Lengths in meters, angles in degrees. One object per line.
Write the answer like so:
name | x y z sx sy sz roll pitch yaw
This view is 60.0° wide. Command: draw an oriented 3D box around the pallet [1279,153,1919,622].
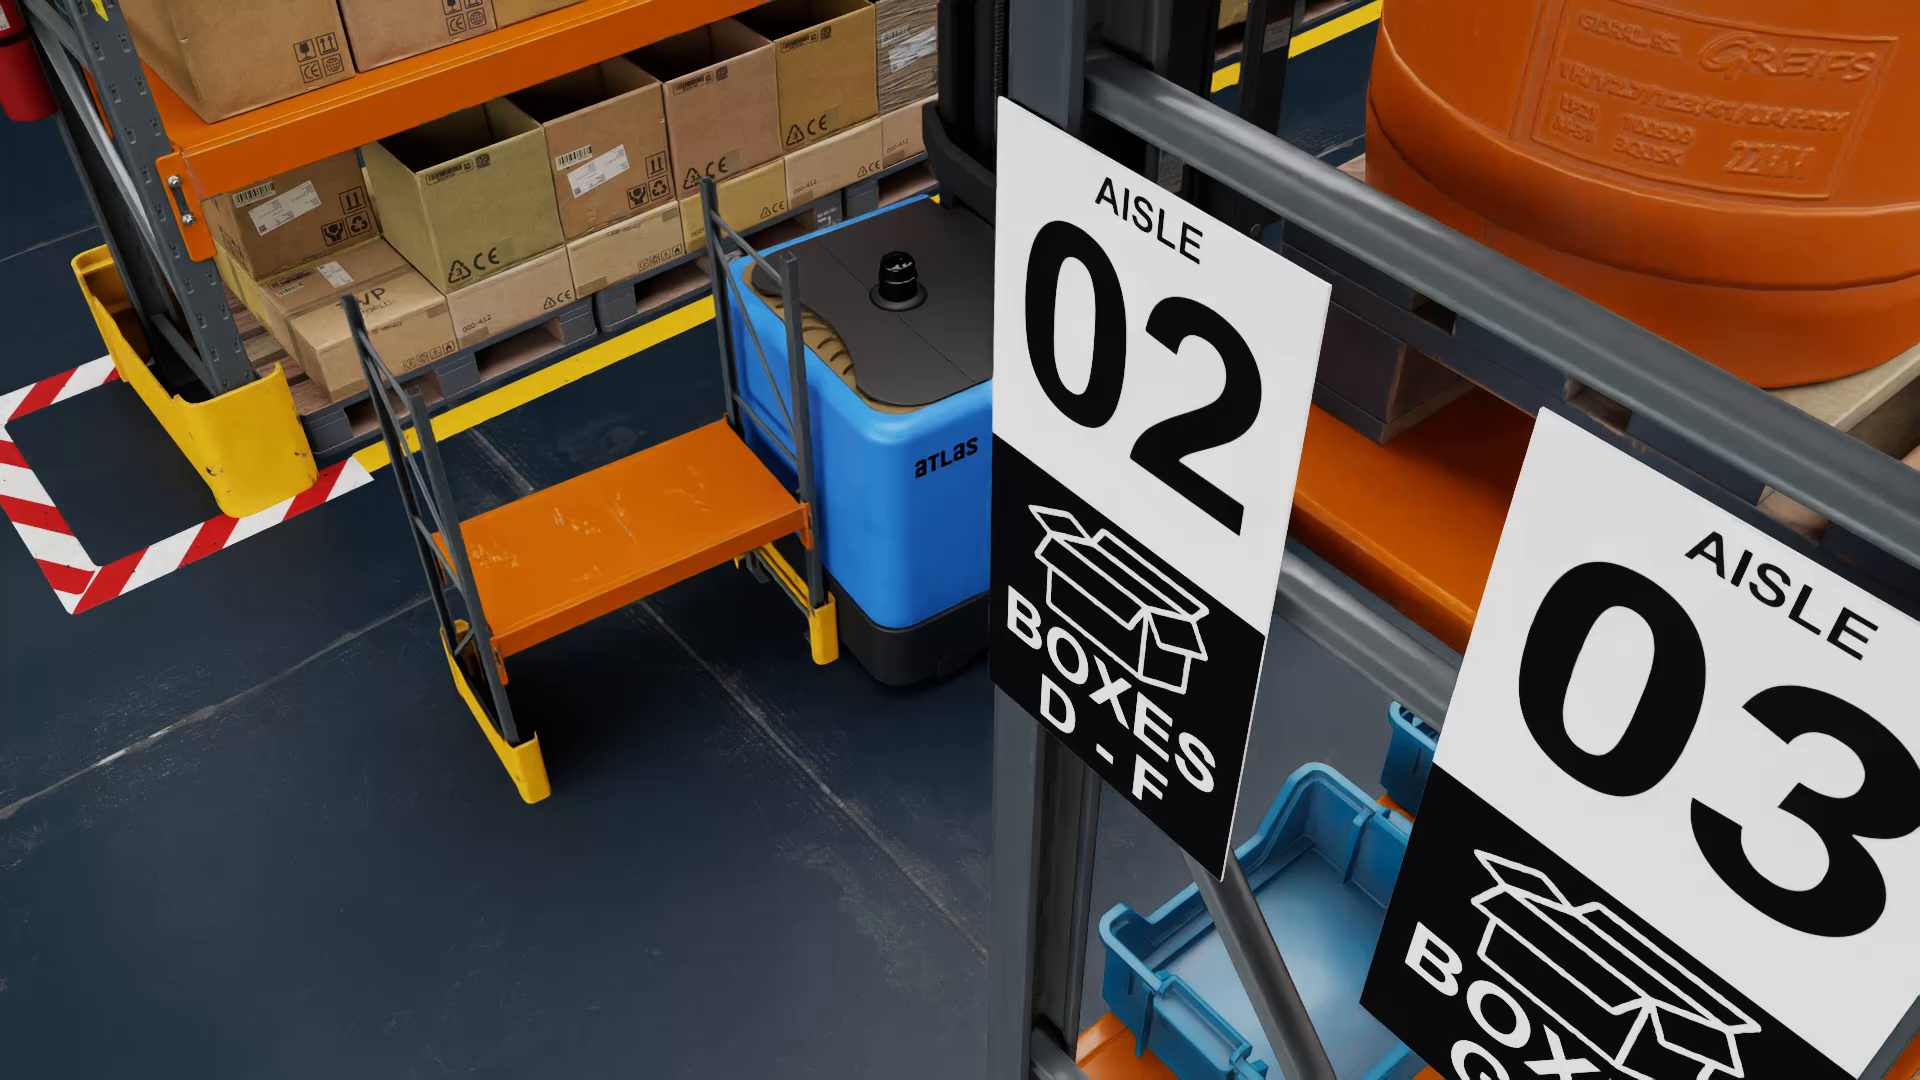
pallet | 1.106 -0.279 1.802 1.213 0.211 1.003 -30 51 -28

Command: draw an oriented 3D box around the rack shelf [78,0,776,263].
rack shelf | -1.233 -2.161 6.385 4.000 0.370 1.077 -30 51 -28

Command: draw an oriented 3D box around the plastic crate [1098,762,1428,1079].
plastic crate | 0.600 0.735 2.885 0.616 0.251 0.499 -30 51 -28

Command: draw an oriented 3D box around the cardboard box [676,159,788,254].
cardboard box | -1.061 -1.472 6.828 0.500 0.250 0.500 -30 51 -28

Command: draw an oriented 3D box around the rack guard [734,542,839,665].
rack guard | -0.577 0.133 5.426 0.087 0.250 0.587 -25 49 -24

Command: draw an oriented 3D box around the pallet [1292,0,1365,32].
pallet | 1.778 -3.168 8.969 1.213 0.211 1.003 -30 51 -28

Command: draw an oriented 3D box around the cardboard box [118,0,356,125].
cardboard box | -2.401 -1.780 5.381 0.500 0.500 0.700 -30 51 -28

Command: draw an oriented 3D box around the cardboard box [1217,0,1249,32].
cardboard box | 1.163 -2.723 8.160 0.500 0.250 0.500 -29 50 -27

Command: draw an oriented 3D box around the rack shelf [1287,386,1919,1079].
rack shelf | 1.942 -0.652 2.587 4.000 0.370 1.077 -30 51 -28

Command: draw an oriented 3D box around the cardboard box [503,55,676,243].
cardboard box | -1.455 -1.535 6.347 0.500 0.500 0.500 -30 51 -28

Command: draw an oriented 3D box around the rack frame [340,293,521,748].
rack frame | -1.421 0.065 4.585 0.032 1.500 0.500 -25 49 -24

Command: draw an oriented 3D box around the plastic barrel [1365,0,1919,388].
plastic barrel | 0.699 -0.625 1.413 0.708 0.830 0.600 -30 51 -28

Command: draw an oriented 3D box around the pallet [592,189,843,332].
pallet | -1.272 -1.419 7.107 1.213 0.211 1.003 -30 51 -28

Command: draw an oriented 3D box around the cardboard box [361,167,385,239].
cardboard box | -2.169 -1.312 6.658 0.500 0.250 0.500 -30 51 -28

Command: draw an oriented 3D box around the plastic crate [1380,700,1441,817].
plastic crate | 1.102 0.453 3.185 0.408 0.251 0.499 -30 51 -28

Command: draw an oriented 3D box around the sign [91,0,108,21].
sign | -2.415 -1.595 4.567 0.005 0.325 0.100 -30 51 -28

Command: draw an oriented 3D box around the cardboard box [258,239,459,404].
cardboard box | -2.213 -0.814 6.128 0.500 0.250 0.500 -30 51 -28

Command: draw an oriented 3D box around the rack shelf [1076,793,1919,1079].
rack shelf | 1.942 0.442 3.614 4.000 0.370 1.077 -30 51 -28

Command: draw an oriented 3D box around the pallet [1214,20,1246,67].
pallet | 0.841 -2.629 8.395 1.213 0.211 1.003 -30 51 -28

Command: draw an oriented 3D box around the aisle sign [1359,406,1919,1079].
aisle sign | 0.541 0.296 1.345 0.004 0.787 0.394 -30 51 -28

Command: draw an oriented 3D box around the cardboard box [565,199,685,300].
cardboard box | -1.448 -1.255 6.597 0.500 0.250 0.500 -30 51 -28

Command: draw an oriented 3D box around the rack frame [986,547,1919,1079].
rack frame | 0.408 1.058 2.432 0.127 3.000 1.000 -30 51 -28

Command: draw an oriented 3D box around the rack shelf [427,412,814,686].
rack shelf | -0.998 0.002 4.915 1.000 0.185 0.538 -25 49 -24

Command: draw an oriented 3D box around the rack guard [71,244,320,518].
rack guard | -2.785 -0.623 6.048 0.348 0.500 1.175 -30 51 -28

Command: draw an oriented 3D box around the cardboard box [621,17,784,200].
cardboard box | -1.061 -1.745 6.571 0.500 0.500 0.500 -30 51 -28

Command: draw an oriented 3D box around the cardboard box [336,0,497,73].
cardboard box | -2.001 -2.013 5.629 0.500 0.500 0.700 -28 50 -27

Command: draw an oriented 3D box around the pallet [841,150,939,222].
pallet | -0.336 -1.958 7.680 1.213 0.211 1.003 -30 51 -28

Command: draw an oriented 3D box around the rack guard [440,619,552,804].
rack guard | -1.404 0.513 5.021 0.087 0.250 0.587 -25 49 -24

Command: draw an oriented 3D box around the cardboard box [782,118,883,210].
cardboard box | -0.678 -1.692 7.062 0.500 0.250 0.500 -30 51 -28

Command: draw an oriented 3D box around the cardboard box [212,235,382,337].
cardboard box | -2.545 -1.086 6.417 0.500 0.250 0.500 -30 51 -28

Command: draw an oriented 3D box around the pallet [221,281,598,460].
pallet | -2.207 -0.886 6.539 1.213 0.211 1.003 -30 51 -28

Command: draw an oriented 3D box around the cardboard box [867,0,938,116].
cardboard box | -0.305 -2.194 7.049 0.500 0.500 0.500 -30 51 -28

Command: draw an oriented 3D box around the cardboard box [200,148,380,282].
cardboard box | -2.547 -1.361 6.162 0.500 0.500 0.500 -30 51 -28

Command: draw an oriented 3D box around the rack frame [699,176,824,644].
rack frame | -0.576 -0.323 4.998 0.032 1.500 0.500 -25 49 -24

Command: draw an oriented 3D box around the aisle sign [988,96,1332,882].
aisle sign | 0.162 -0.014 1.675 0.004 0.787 0.394 -30 51 -28

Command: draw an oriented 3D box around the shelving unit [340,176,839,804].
shelving unit | -0.991 -0.132 4.795 1.083 1.500 0.587 -25 49 -24

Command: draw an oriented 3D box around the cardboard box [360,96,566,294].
cardboard box | -1.831 -1.308 6.106 0.500 0.500 0.500 -30 51 -28

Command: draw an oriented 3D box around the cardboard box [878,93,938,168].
cardboard box | -0.304 -1.920 7.305 0.500 0.250 0.500 -30 51 -28

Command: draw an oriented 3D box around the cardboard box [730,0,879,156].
cardboard box | -0.686 -1.972 6.813 0.500 0.500 0.500 -30 51 -28

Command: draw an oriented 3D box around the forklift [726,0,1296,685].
forklift | 0.745 -1.410 5.111 3.031 2.935 1.130 -25 49 -24

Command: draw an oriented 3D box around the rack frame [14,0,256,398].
rack frame | -2.767 -1.545 5.204 0.127 3.000 1.000 -30 51 -28

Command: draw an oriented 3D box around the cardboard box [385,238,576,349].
cardboard box | -1.832 -1.036 6.364 0.500 0.250 0.500 -30 51 -28

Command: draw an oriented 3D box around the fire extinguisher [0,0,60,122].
fire extinguisher | -3.156 -1.709 5.435 0.183 0.674 0.296 -30 51 -28

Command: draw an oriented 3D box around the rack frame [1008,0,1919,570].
rack frame | 0.408 -1.129 0.379 0.127 3.000 1.000 -30 51 -28

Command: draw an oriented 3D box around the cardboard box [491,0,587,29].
cardboard box | -1.616 -2.228 5.858 0.500 0.500 0.700 -29 51 -28
